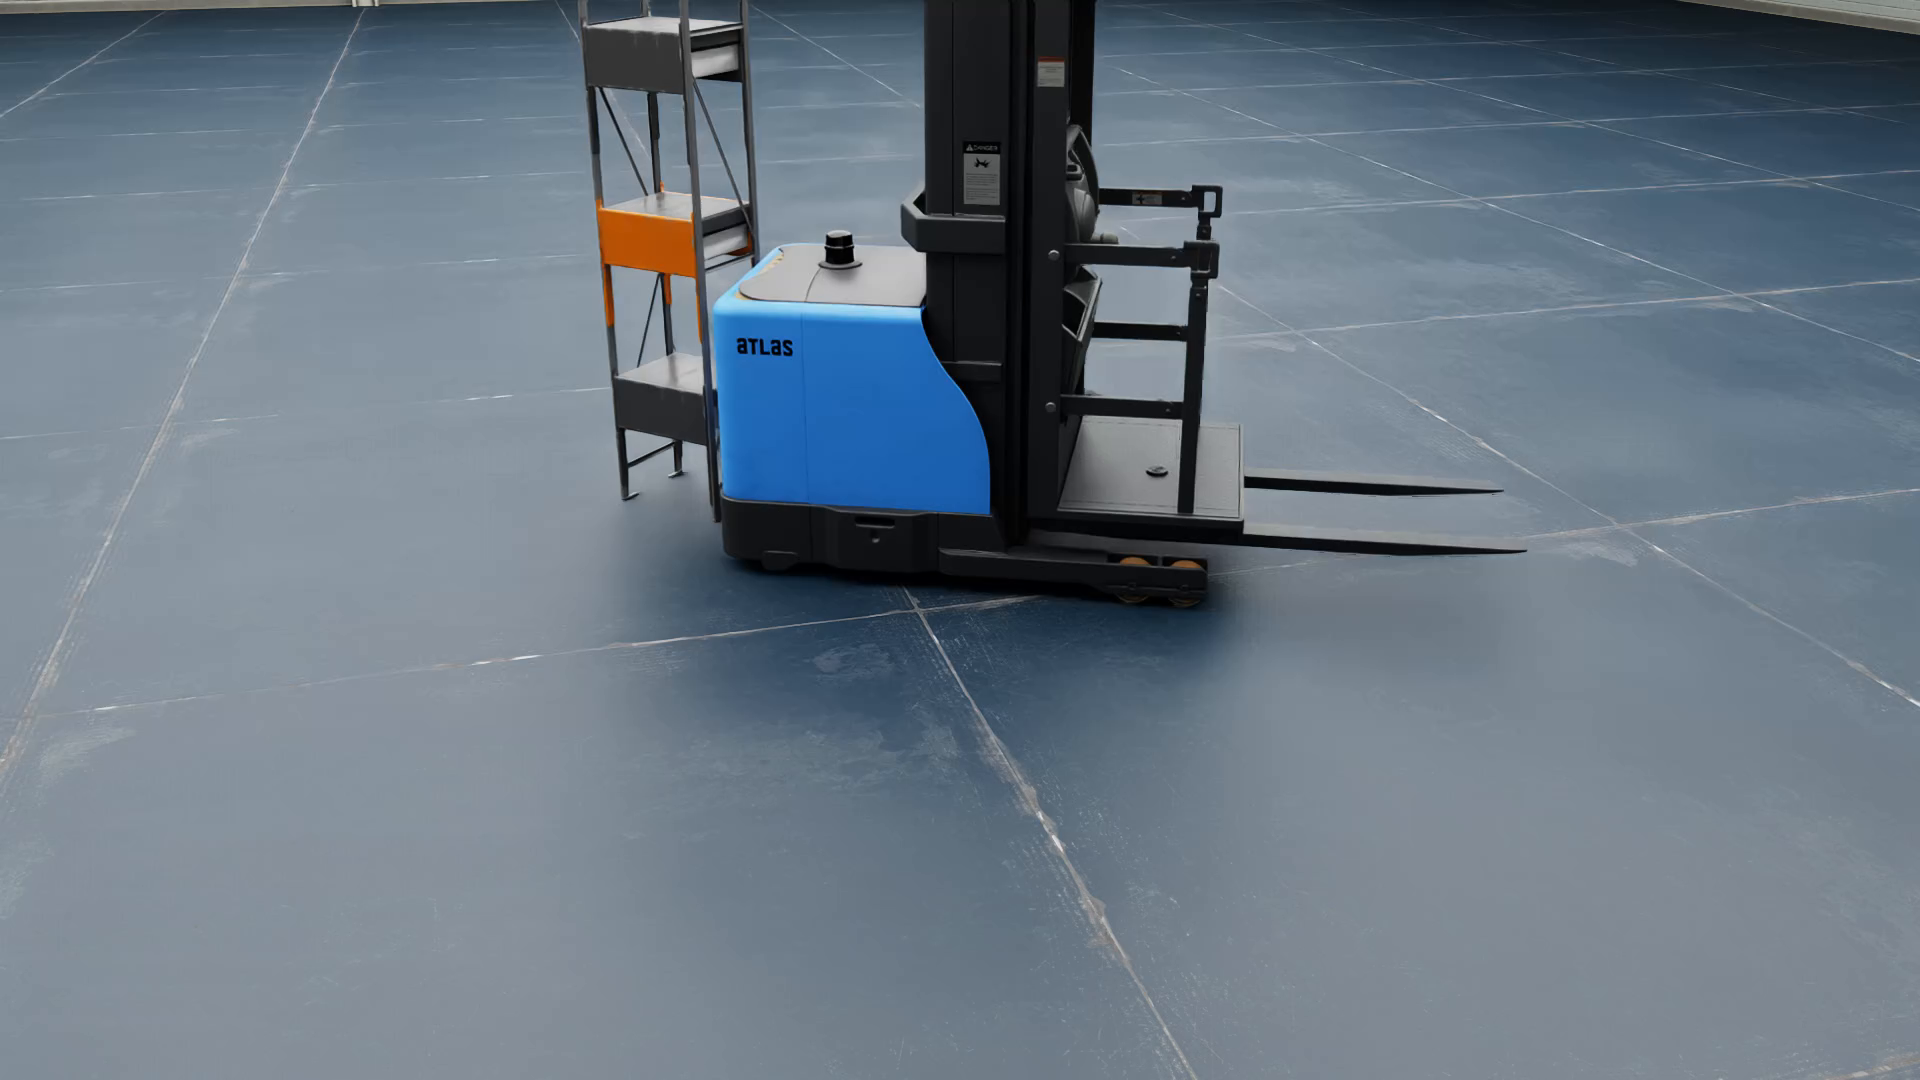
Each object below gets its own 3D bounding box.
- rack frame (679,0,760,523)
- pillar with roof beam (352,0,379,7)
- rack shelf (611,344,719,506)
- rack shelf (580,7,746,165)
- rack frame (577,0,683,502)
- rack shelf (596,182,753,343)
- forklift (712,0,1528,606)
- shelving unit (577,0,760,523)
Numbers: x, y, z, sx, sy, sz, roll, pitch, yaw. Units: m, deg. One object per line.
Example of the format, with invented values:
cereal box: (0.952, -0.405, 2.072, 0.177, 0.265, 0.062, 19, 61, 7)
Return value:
rack frame: (-0.925, -1.105, 6.659, 0.015, 2.100, 0.400, 13, 26, 27)
pillar with roof beam: (-8.450, -11.153, 21.331, 0.400, 9.000, 9.100, -6, 24, -14)
rack shelf: (-1.136, -0.497, 7.053, 0.480, 0.518, 0.431, 13, 26, 27)
rack shelf: (-1.139, -1.782, 6.497, 0.480, 0.518, 0.431, 13, 26, 27)
rack frame: (-1.350, -1.199, 6.880, 0.015, 2.100, 0.400, 13, 26, 27)
rack shelf: (-1.137, -1.139, 6.775, 0.480, 0.518, 0.431, 13, 26, 27)
forklift: (0.638, -1.326, 6.123, 3.031, 2.935, 1.130, 4, 23, 8)
shelving unit: (-1.137, -1.152, 6.769, 0.503, 2.100, 0.431, 13, 26, 27)
